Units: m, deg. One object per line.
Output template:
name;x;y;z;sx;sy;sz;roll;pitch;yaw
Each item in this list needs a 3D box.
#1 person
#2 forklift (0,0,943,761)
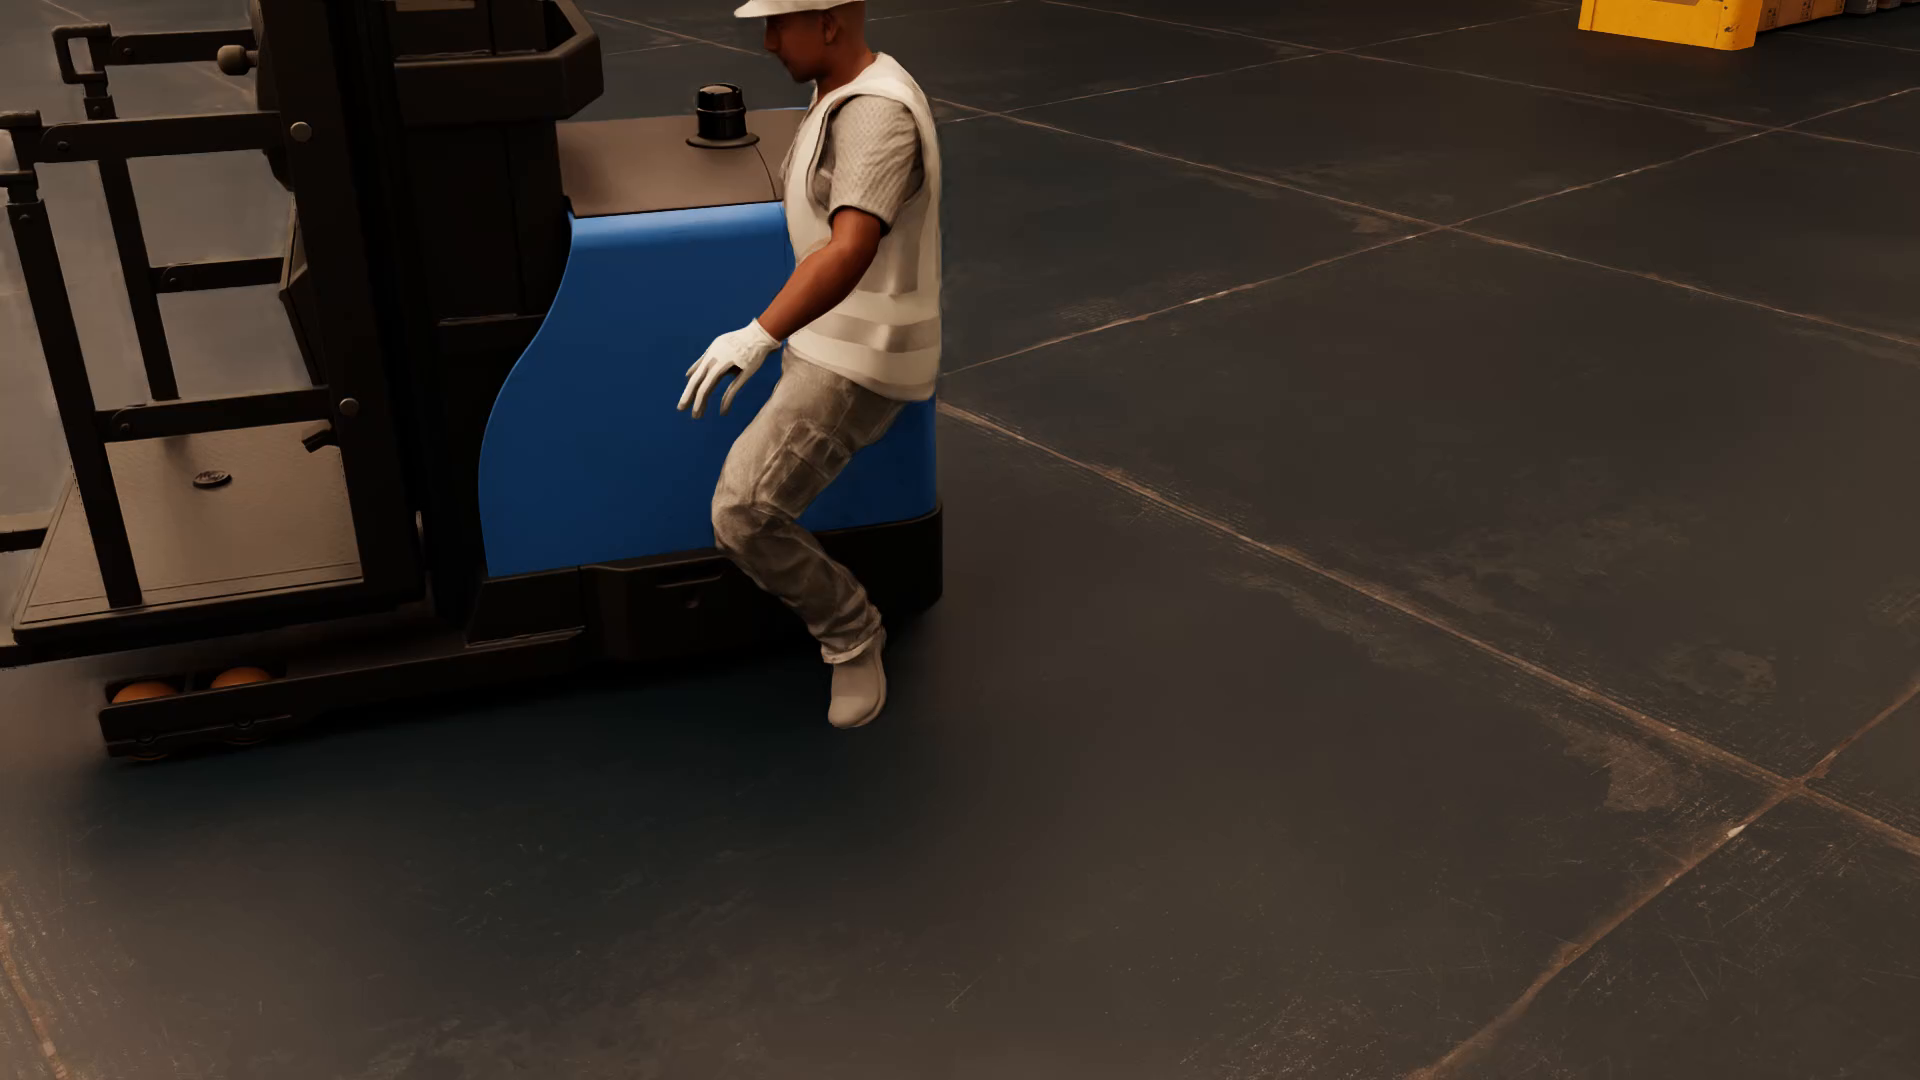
person;-0.369;-0.426;3.548;0.660;1.654;0.942;-2;26;-5
forklift;-1.618;-1.105;3.430;3.031;2.935;1.130;-8;28;-16
